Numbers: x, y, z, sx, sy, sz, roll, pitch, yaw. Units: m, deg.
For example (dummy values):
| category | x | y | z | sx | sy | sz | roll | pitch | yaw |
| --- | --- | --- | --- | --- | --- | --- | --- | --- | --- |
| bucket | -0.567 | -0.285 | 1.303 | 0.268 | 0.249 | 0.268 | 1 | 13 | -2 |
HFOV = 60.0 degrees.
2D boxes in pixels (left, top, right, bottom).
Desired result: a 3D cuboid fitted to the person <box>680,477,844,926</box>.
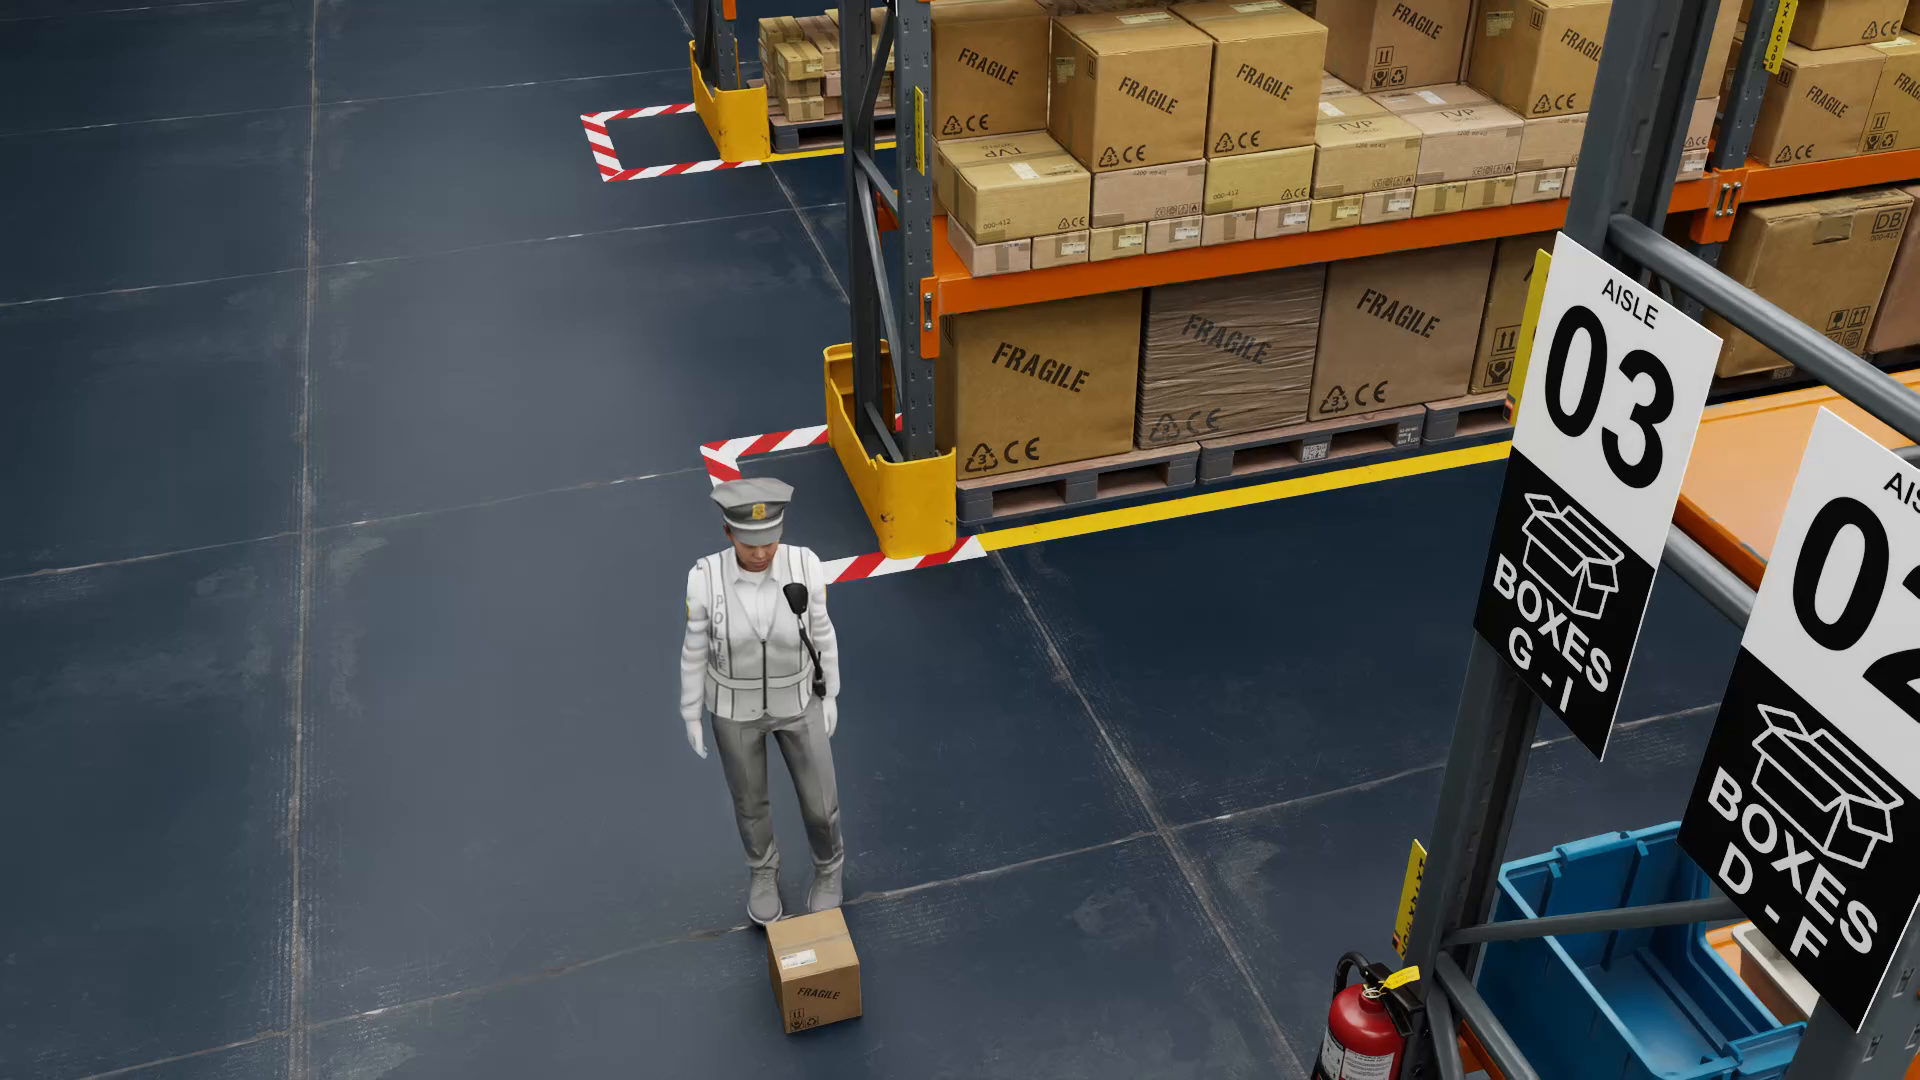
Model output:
| category | x | y | z | sx | sy | sz | roll | pitch | yaw |
| --- | --- | --- | --- | --- | --- | --- | --- | --- | --- |
| person | -0.634 | 0.554 | 5.334 | 0.516 | 1.712 | 0.334 | -6 | 35 | -8 |
